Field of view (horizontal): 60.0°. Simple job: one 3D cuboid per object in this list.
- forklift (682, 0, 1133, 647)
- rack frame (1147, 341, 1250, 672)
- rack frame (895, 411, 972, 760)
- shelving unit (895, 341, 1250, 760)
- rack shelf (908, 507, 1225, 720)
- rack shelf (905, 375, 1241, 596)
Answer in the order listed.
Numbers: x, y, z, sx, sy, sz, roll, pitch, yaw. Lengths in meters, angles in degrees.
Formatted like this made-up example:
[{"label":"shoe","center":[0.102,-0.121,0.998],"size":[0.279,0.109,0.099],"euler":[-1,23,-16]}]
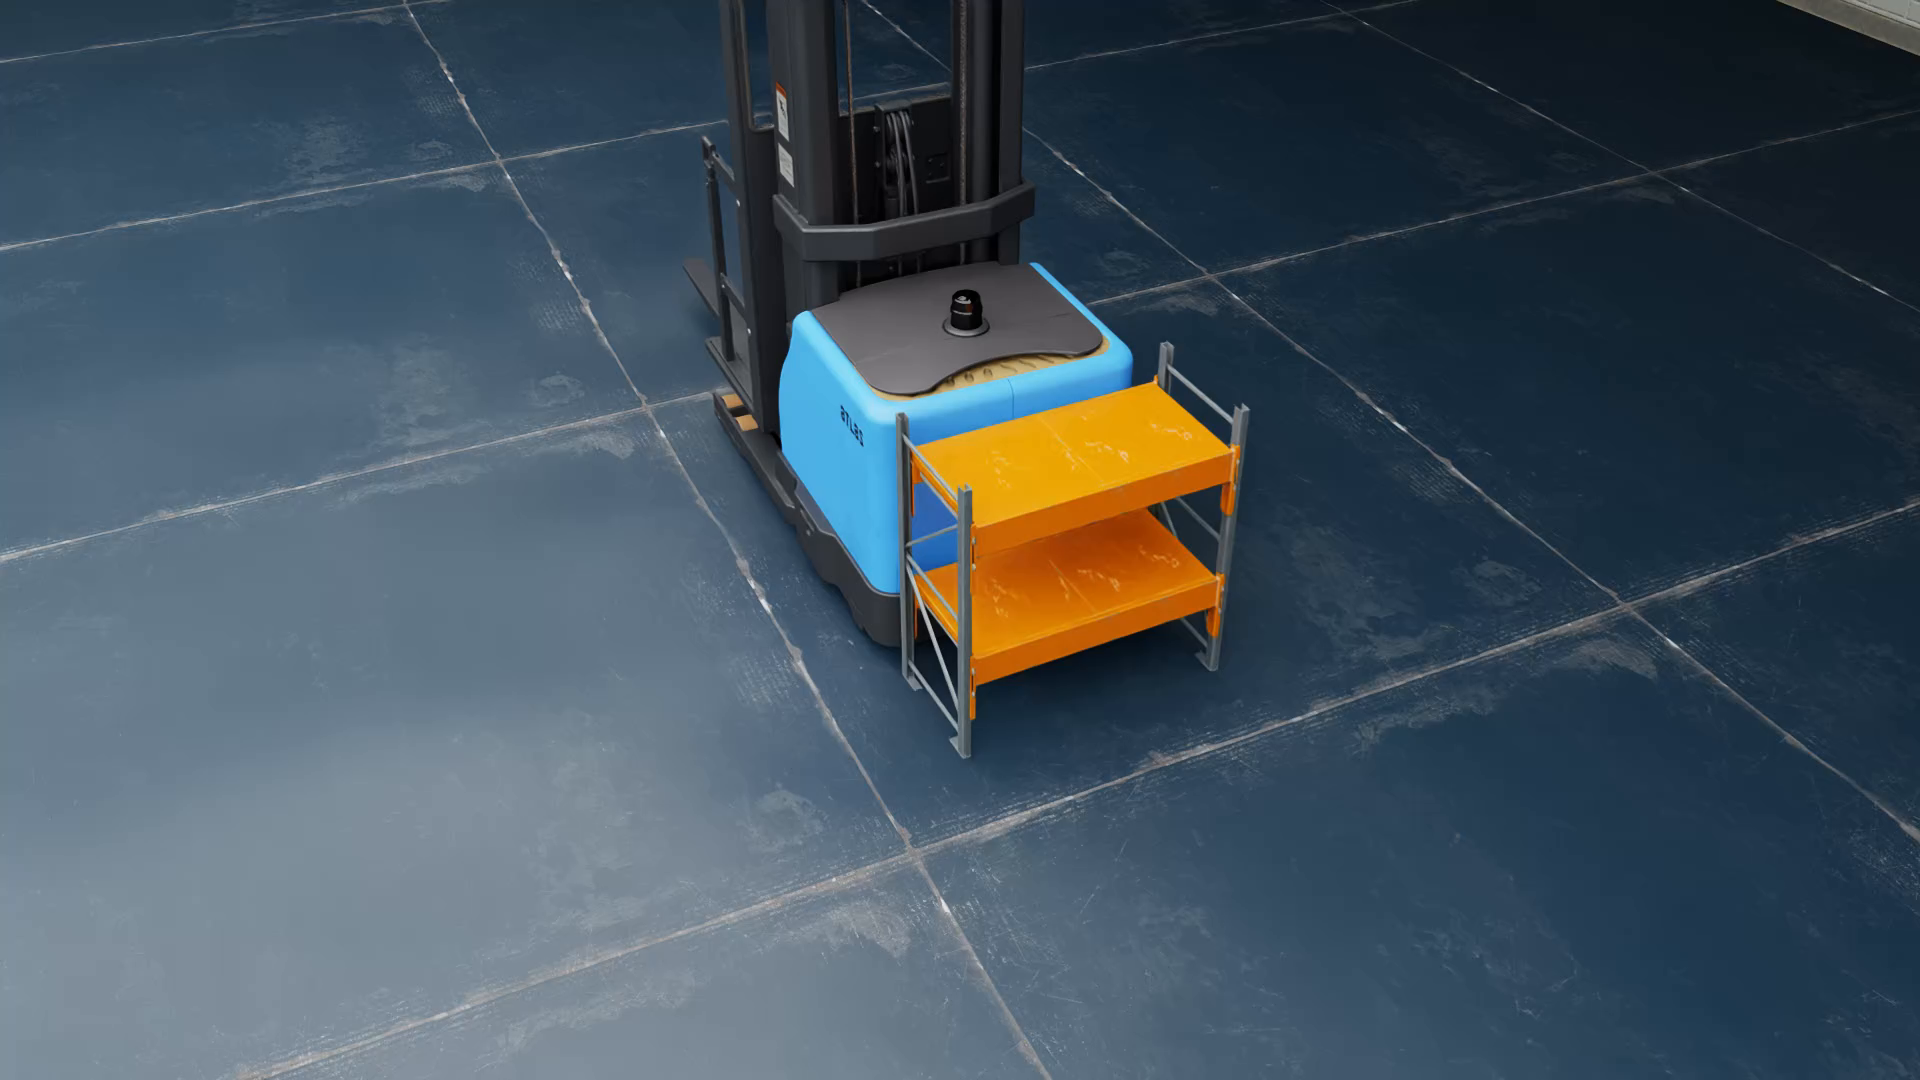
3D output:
[{"label":"forklift","center":[-0.442,-1.655,6.521],"size":[1.130,2.935,3.031],"euler":[-15,39,-20]},{"label":"rack frame","center":[0.822,-0.103,5.945],"size":[0.032,1.125,0.500],"euler":[-17,40,-21]},{"label":"rack frame","center":[-0.087,0.168,5.579],"size":[0.032,1.125,0.500],"euler":[-17,40,-21]},{"label":"shelving unit","center":[0.368,0.033,5.762],"size":[1.048,1.125,0.538],"euler":[-17,40,-21]},{"label":"rack shelf","center":[0.368,0.229,5.907],"size":[1.000,0.278,0.538],"euler":[-17,40,-21]},{"label":"rack shelf","center":[0.368,-0.202,5.587],"size":[1.000,0.278,0.538],"euler":[-17,40,-21]}]
